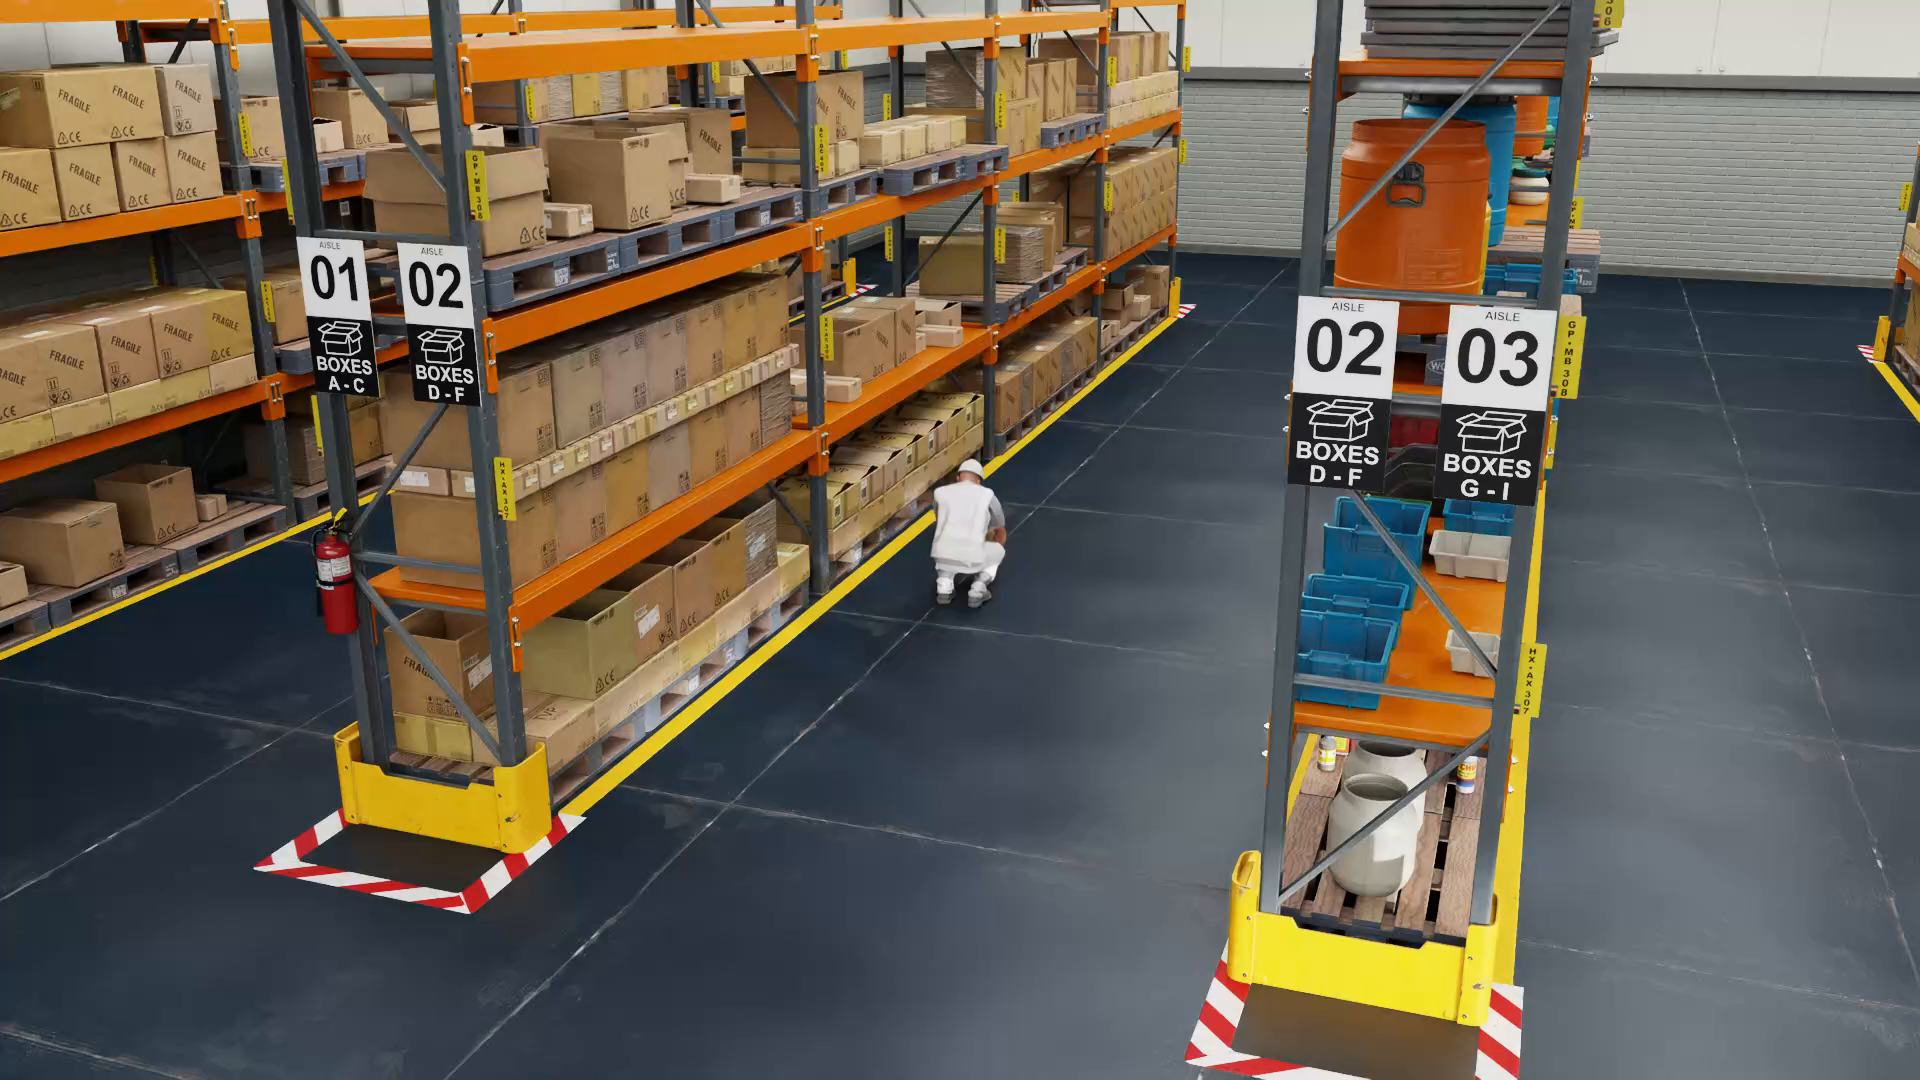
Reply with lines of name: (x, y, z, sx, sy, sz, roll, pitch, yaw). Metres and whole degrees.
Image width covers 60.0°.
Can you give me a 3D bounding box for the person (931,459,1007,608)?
person: (0.045, -0.057, 12.461, 0.565, 0.994, 0.864, 6, 19, 17)
